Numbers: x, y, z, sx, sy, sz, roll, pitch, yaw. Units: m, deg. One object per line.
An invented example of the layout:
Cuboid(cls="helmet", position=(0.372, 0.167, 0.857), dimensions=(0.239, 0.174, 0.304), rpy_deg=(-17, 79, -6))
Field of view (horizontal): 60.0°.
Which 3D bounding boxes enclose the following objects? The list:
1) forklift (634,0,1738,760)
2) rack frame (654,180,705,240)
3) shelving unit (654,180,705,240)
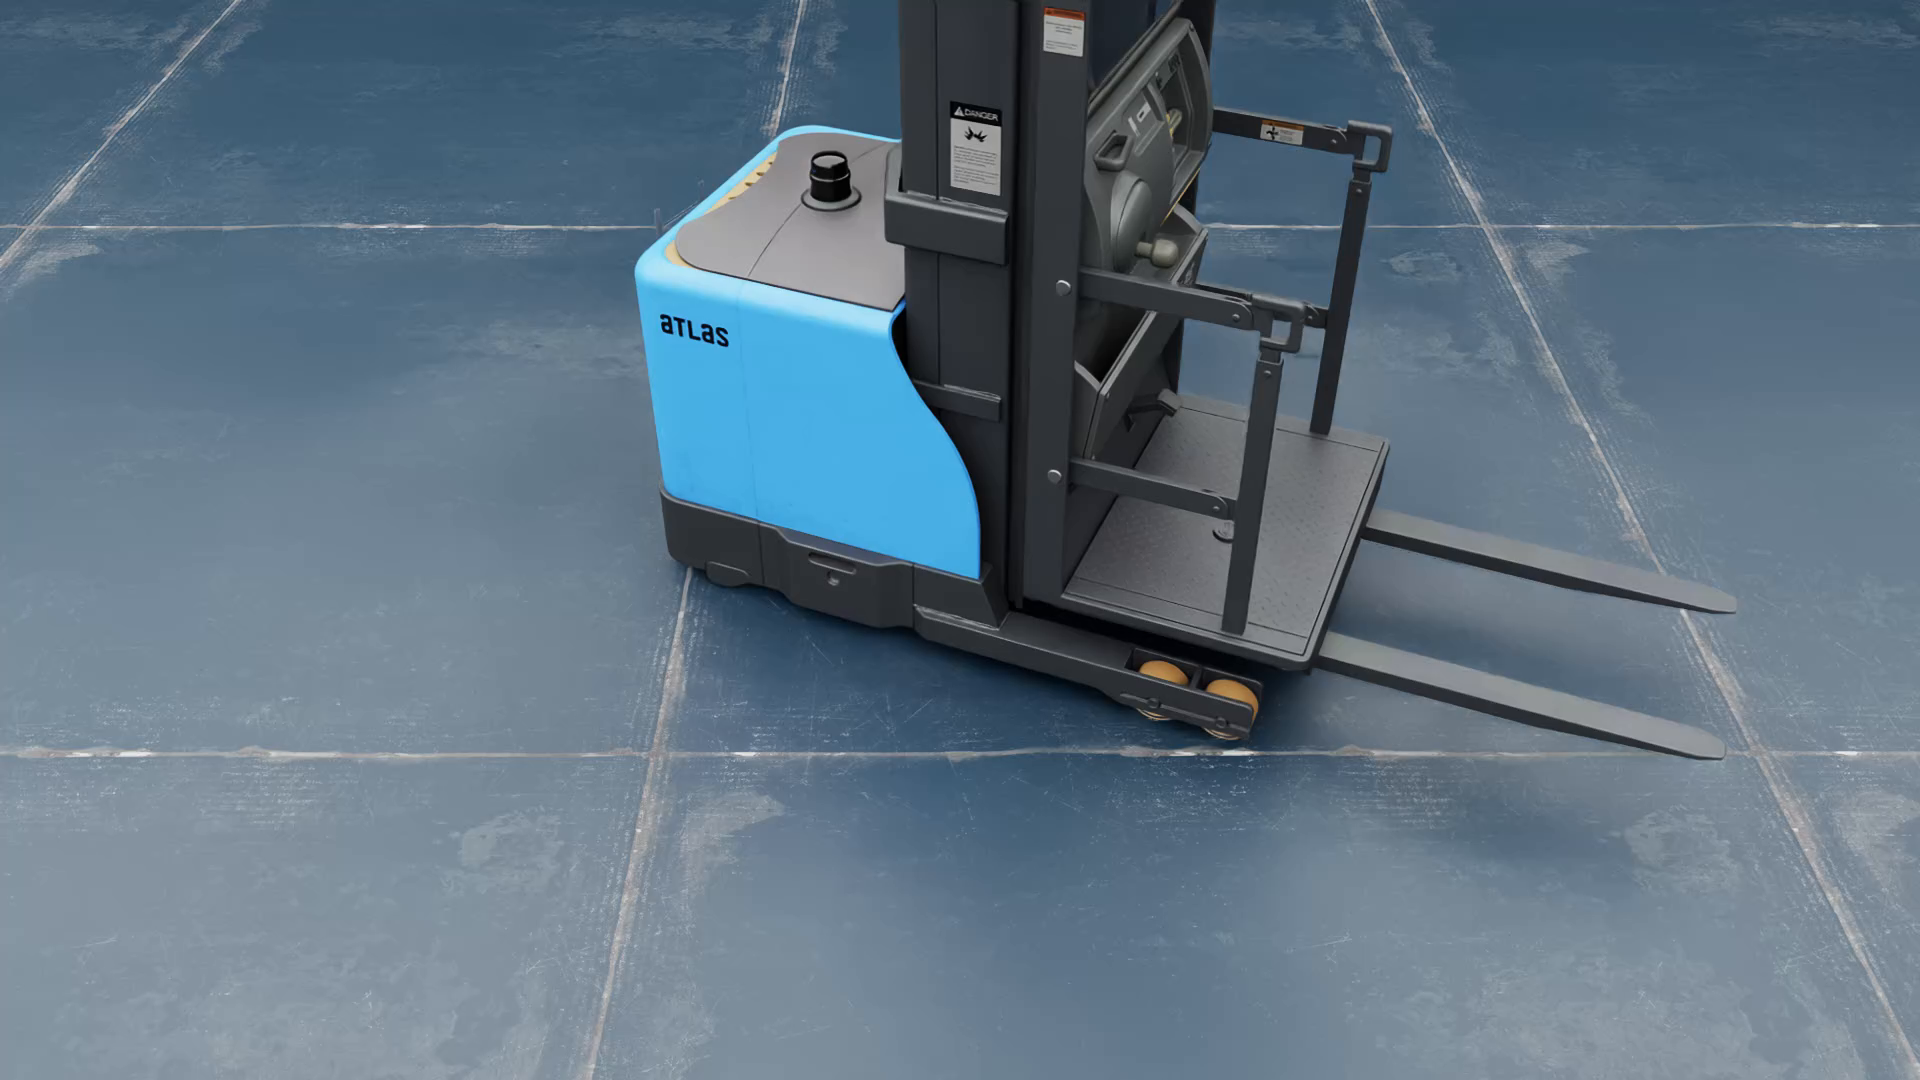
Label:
Cuboid(cls="forklift", position=(0.666, -0.975, 4.123), dimensions=(3.031, 2.935, 1.130), rpy_deg=(15, 41, 18))
Cuboid(cls="rack frame", position=(-0.869, -0.712, 5.418), dimensions=(0.006, 0.900, 0.240), rpy_deg=(20, 43, 23))
Cuboid(cls="shelving unit", position=(-0.781, -0.680, 5.378), dimensions=(0.210, 0.900, 0.258), rpy_deg=(20, 43, 23))
